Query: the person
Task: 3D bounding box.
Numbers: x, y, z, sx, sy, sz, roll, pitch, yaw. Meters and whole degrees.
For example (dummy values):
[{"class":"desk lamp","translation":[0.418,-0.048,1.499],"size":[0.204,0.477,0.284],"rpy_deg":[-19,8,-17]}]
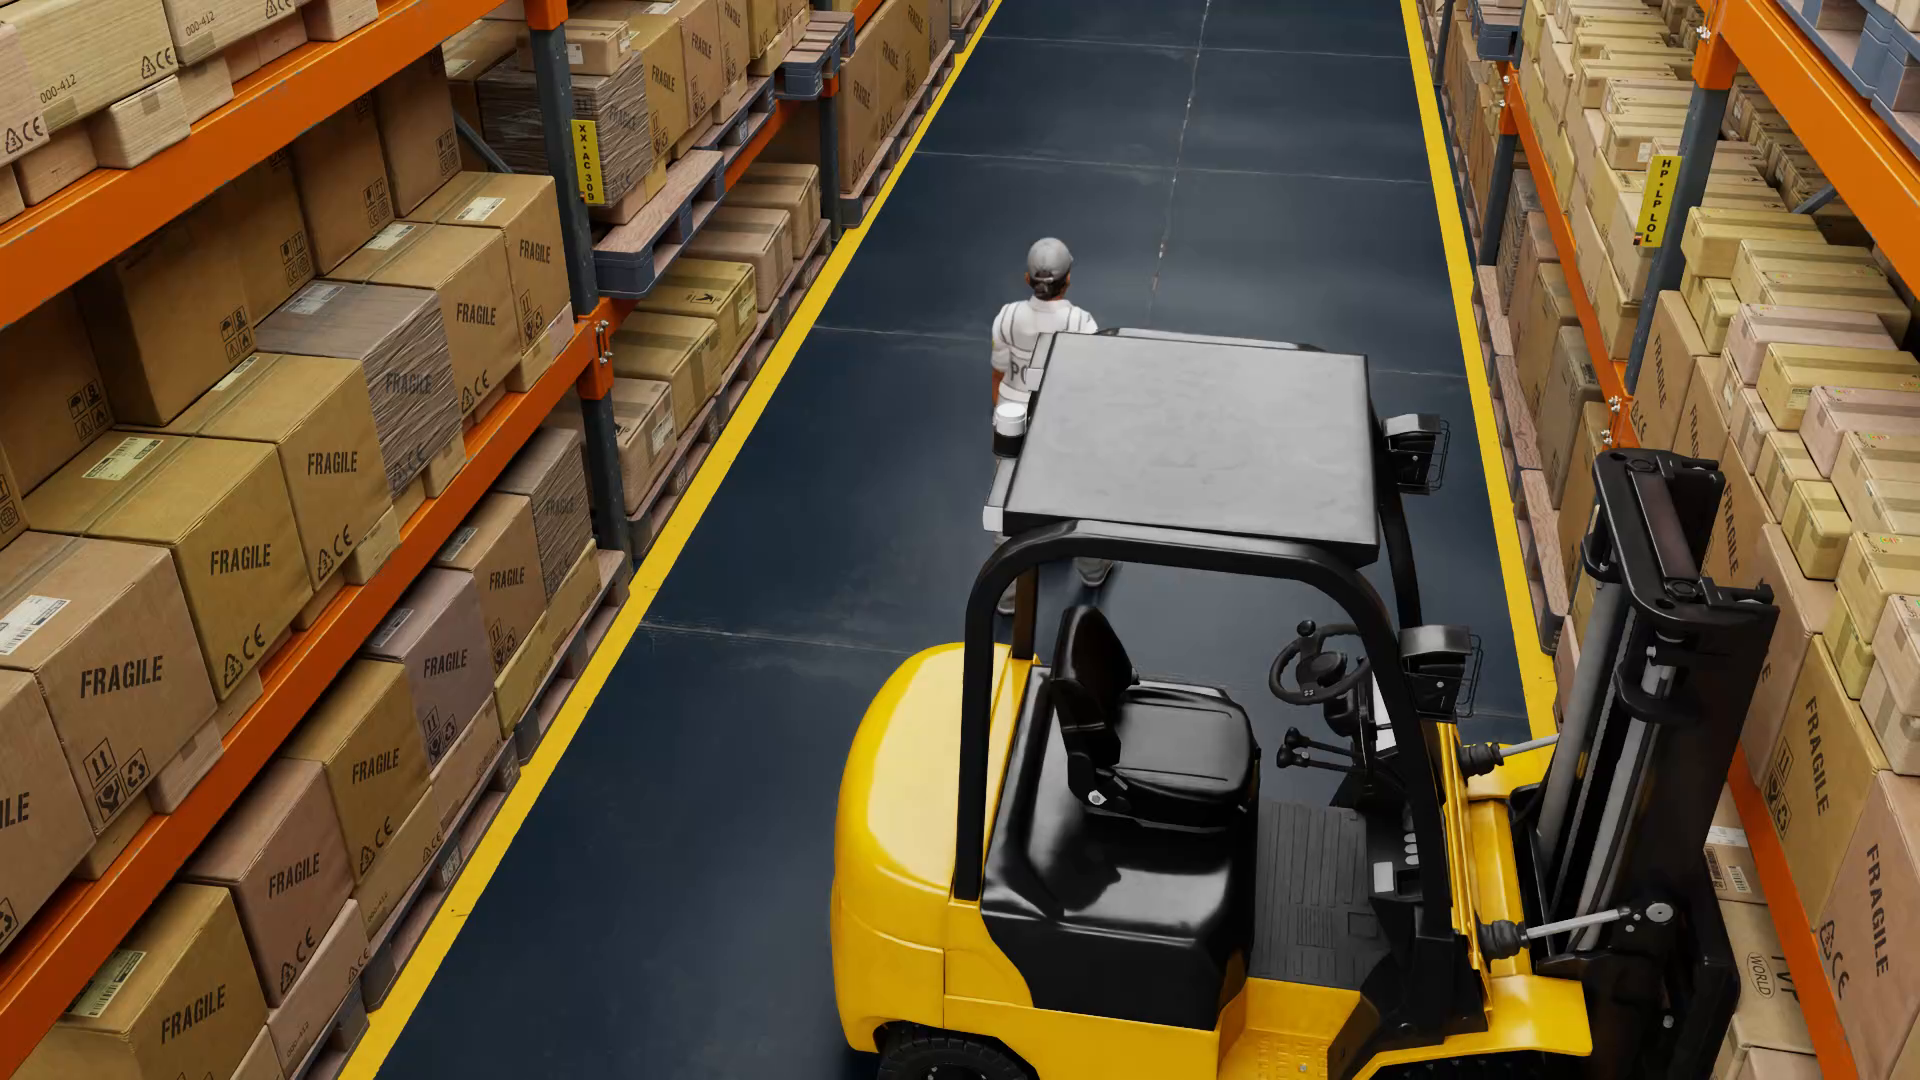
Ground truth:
[{"class":"person","translation":[0.373,-0.492,6.831],"size":[0.488,1.584,0.418],"rpy_deg":[8,33,12]}]
